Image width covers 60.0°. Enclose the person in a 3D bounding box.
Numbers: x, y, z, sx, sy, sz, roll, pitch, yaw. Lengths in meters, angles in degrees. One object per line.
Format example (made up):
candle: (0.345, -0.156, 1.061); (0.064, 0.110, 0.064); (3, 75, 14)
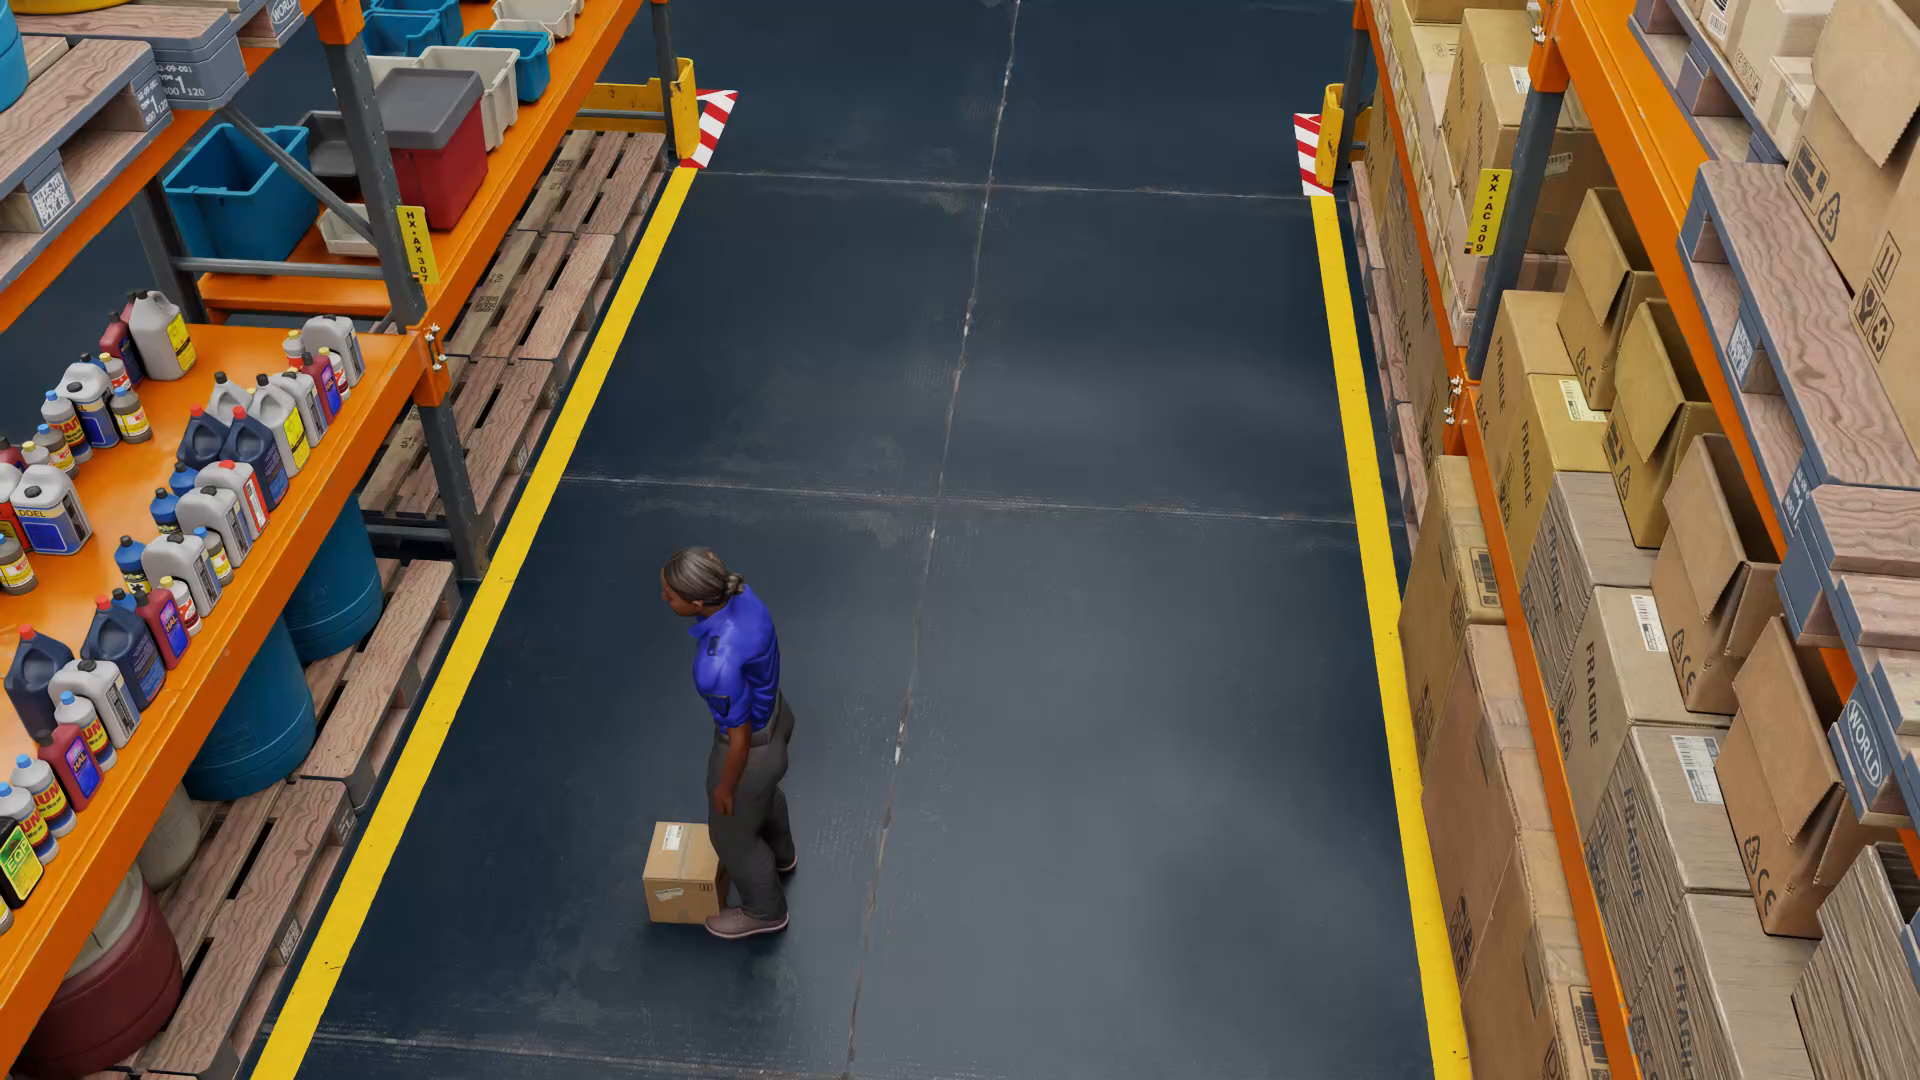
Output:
person: (-0.718, 0.645, 5.400); (0.347, 1.653, 0.512); (2, 40, 2)
